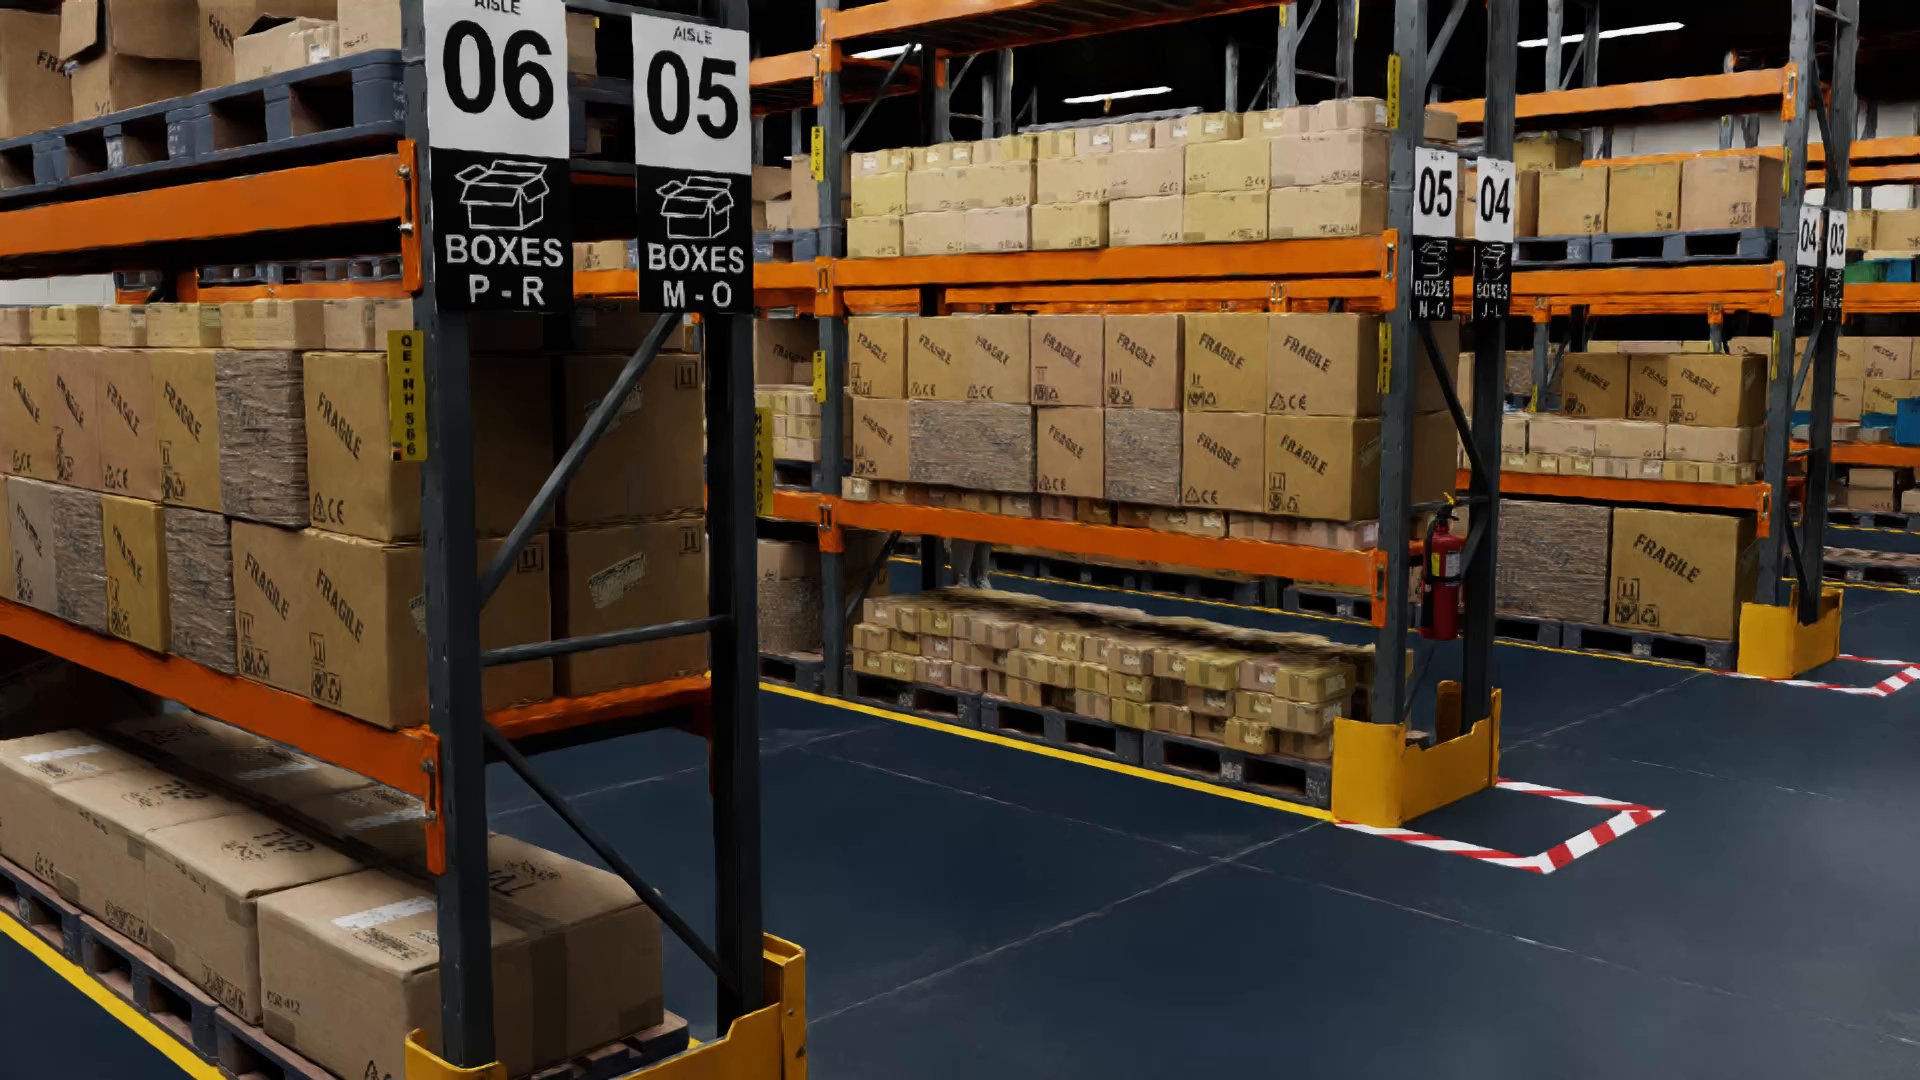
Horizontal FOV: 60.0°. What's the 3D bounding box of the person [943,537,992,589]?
[{"bbox_3d":[0.066,-0.049,12.671,0.328,1.663,0.469,7,10,44],"label":"person"}]
